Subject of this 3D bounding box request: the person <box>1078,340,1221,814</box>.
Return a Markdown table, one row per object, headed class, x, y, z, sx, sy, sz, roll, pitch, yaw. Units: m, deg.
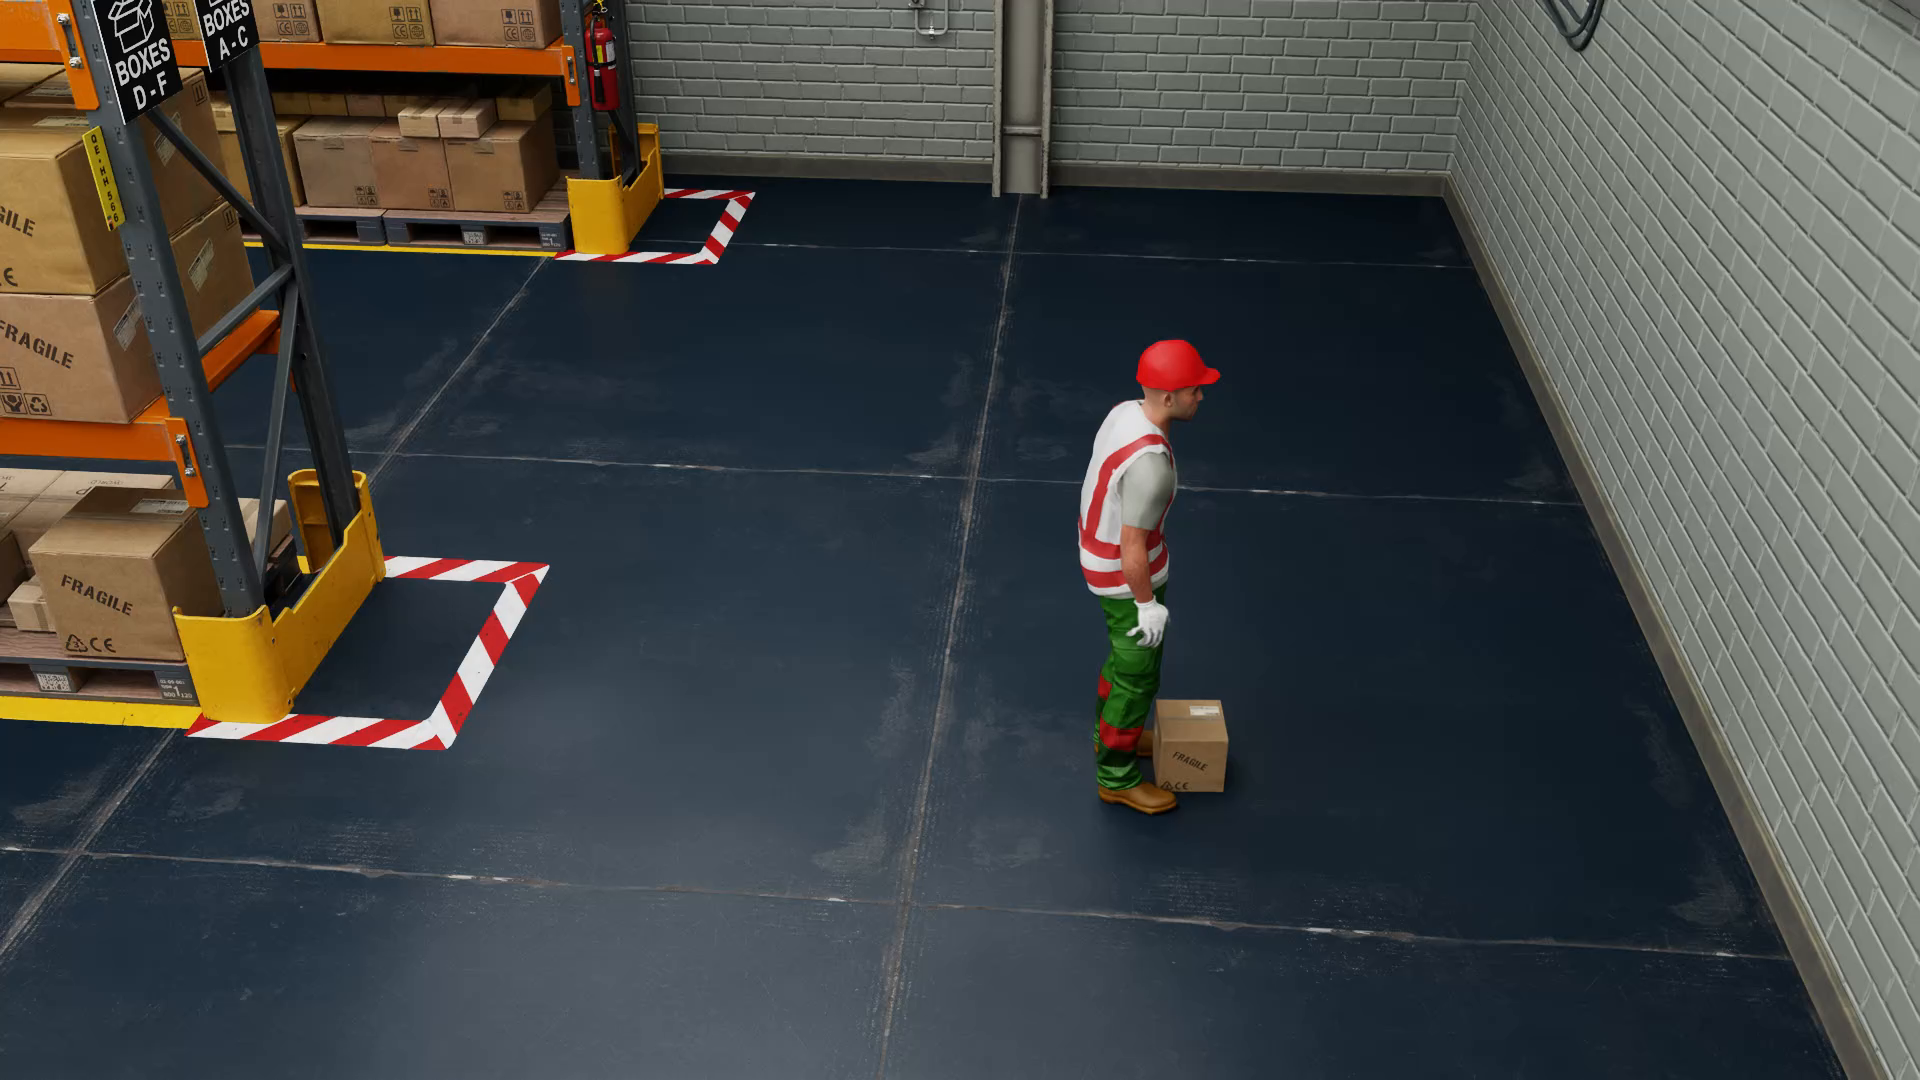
| class | x | y | z | sx | sy | sz | roll | pitch | yaw |
| --- | --- | --- | --- | --- | --- | --- | --- | --- | --- |
| person | 0.645 | 0.116 | 5.934 | 0.451 | 1.778 | 0.612 | 1 | 32 | 1 |
